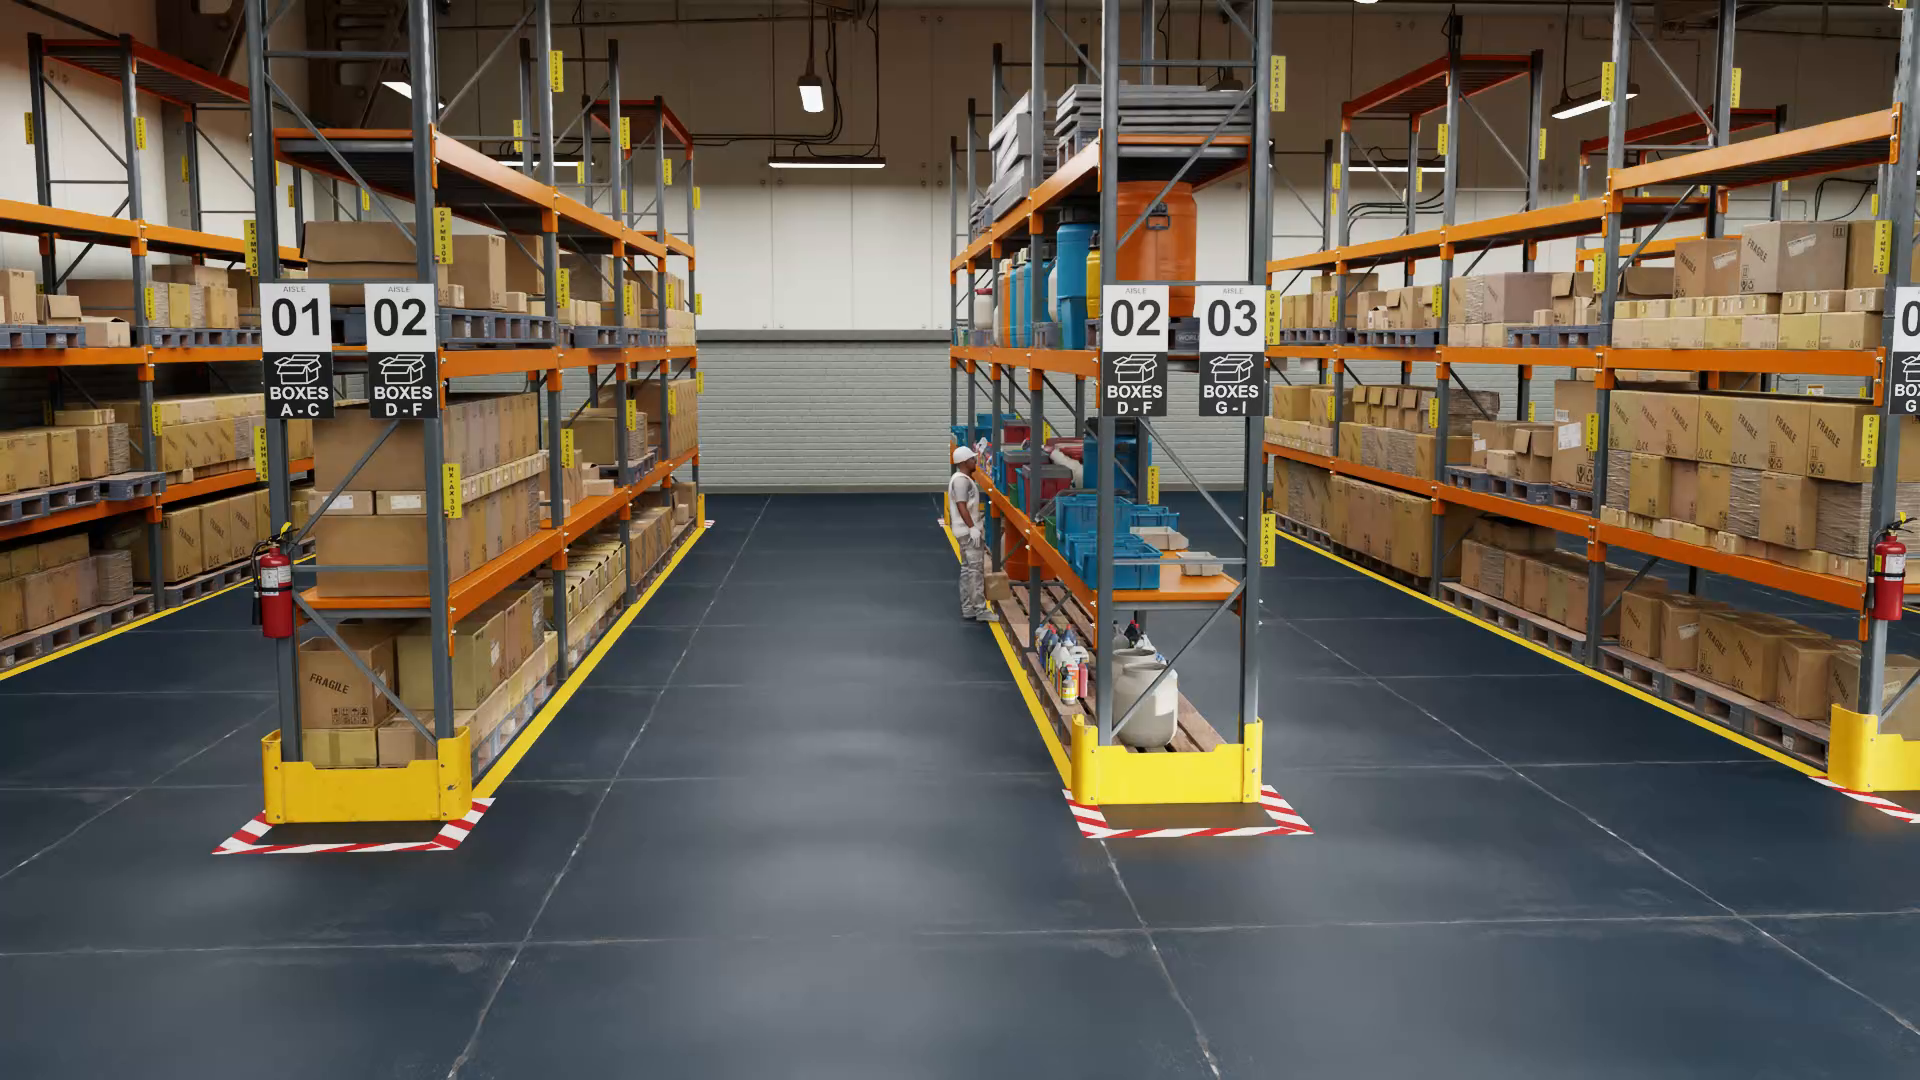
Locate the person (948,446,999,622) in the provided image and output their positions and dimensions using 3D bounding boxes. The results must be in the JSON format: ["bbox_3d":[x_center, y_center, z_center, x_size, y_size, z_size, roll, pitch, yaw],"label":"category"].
[{"bbox_3d":[0.166,-0.076,17.216,0.577,1.782,0.656,0,7,-4],"label":"person"}]
